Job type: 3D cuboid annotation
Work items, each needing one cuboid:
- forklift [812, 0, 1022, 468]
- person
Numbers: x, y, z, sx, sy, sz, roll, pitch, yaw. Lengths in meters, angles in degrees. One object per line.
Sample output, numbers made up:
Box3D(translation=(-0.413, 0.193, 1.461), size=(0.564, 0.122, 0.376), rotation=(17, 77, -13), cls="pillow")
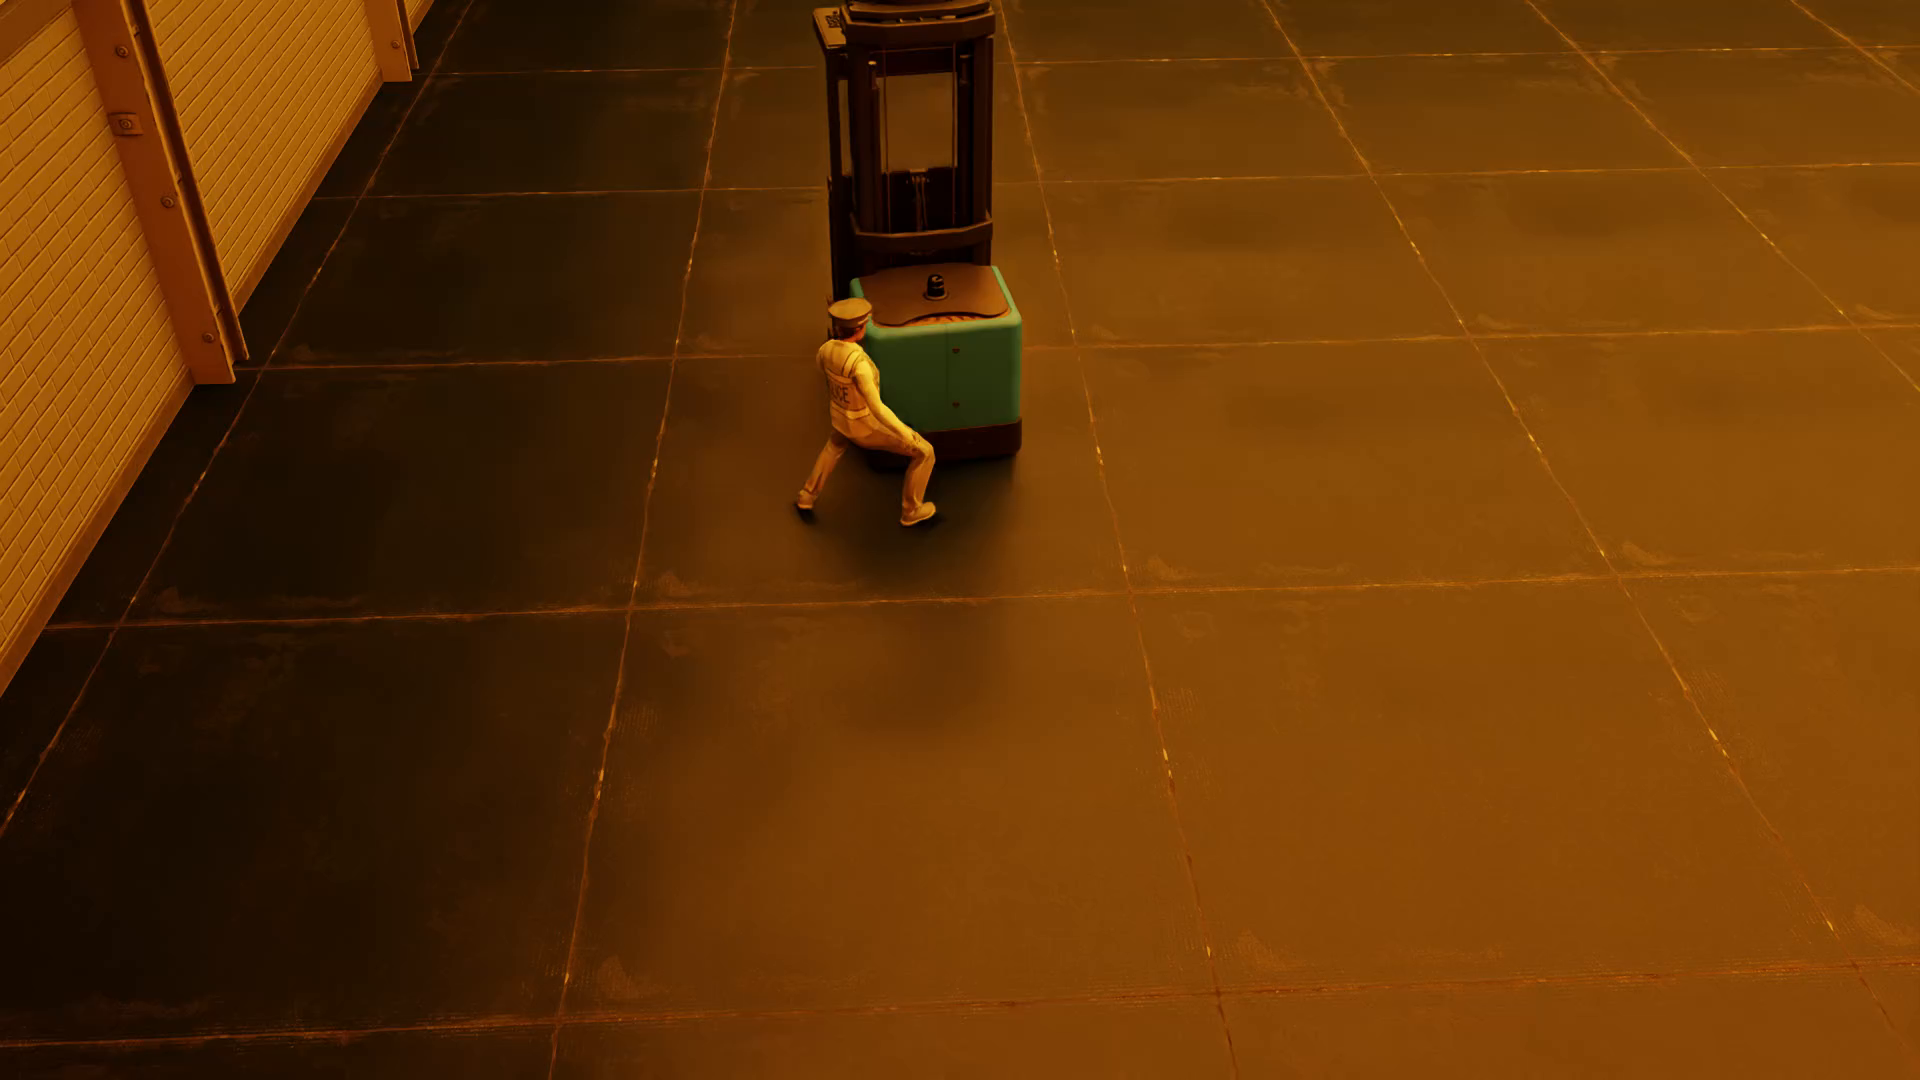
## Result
Box3D(translation=(-0.375, -2.530, 11.485), size=(1.130, 2.935, 3.031), rotation=(-7, 37, -9), cls="forklift")
Box3D(translation=(-0.641, -0.801, 10.307), size=(0.688, 1.506, 0.881), rotation=(-24, 43, -29), cls="person")
